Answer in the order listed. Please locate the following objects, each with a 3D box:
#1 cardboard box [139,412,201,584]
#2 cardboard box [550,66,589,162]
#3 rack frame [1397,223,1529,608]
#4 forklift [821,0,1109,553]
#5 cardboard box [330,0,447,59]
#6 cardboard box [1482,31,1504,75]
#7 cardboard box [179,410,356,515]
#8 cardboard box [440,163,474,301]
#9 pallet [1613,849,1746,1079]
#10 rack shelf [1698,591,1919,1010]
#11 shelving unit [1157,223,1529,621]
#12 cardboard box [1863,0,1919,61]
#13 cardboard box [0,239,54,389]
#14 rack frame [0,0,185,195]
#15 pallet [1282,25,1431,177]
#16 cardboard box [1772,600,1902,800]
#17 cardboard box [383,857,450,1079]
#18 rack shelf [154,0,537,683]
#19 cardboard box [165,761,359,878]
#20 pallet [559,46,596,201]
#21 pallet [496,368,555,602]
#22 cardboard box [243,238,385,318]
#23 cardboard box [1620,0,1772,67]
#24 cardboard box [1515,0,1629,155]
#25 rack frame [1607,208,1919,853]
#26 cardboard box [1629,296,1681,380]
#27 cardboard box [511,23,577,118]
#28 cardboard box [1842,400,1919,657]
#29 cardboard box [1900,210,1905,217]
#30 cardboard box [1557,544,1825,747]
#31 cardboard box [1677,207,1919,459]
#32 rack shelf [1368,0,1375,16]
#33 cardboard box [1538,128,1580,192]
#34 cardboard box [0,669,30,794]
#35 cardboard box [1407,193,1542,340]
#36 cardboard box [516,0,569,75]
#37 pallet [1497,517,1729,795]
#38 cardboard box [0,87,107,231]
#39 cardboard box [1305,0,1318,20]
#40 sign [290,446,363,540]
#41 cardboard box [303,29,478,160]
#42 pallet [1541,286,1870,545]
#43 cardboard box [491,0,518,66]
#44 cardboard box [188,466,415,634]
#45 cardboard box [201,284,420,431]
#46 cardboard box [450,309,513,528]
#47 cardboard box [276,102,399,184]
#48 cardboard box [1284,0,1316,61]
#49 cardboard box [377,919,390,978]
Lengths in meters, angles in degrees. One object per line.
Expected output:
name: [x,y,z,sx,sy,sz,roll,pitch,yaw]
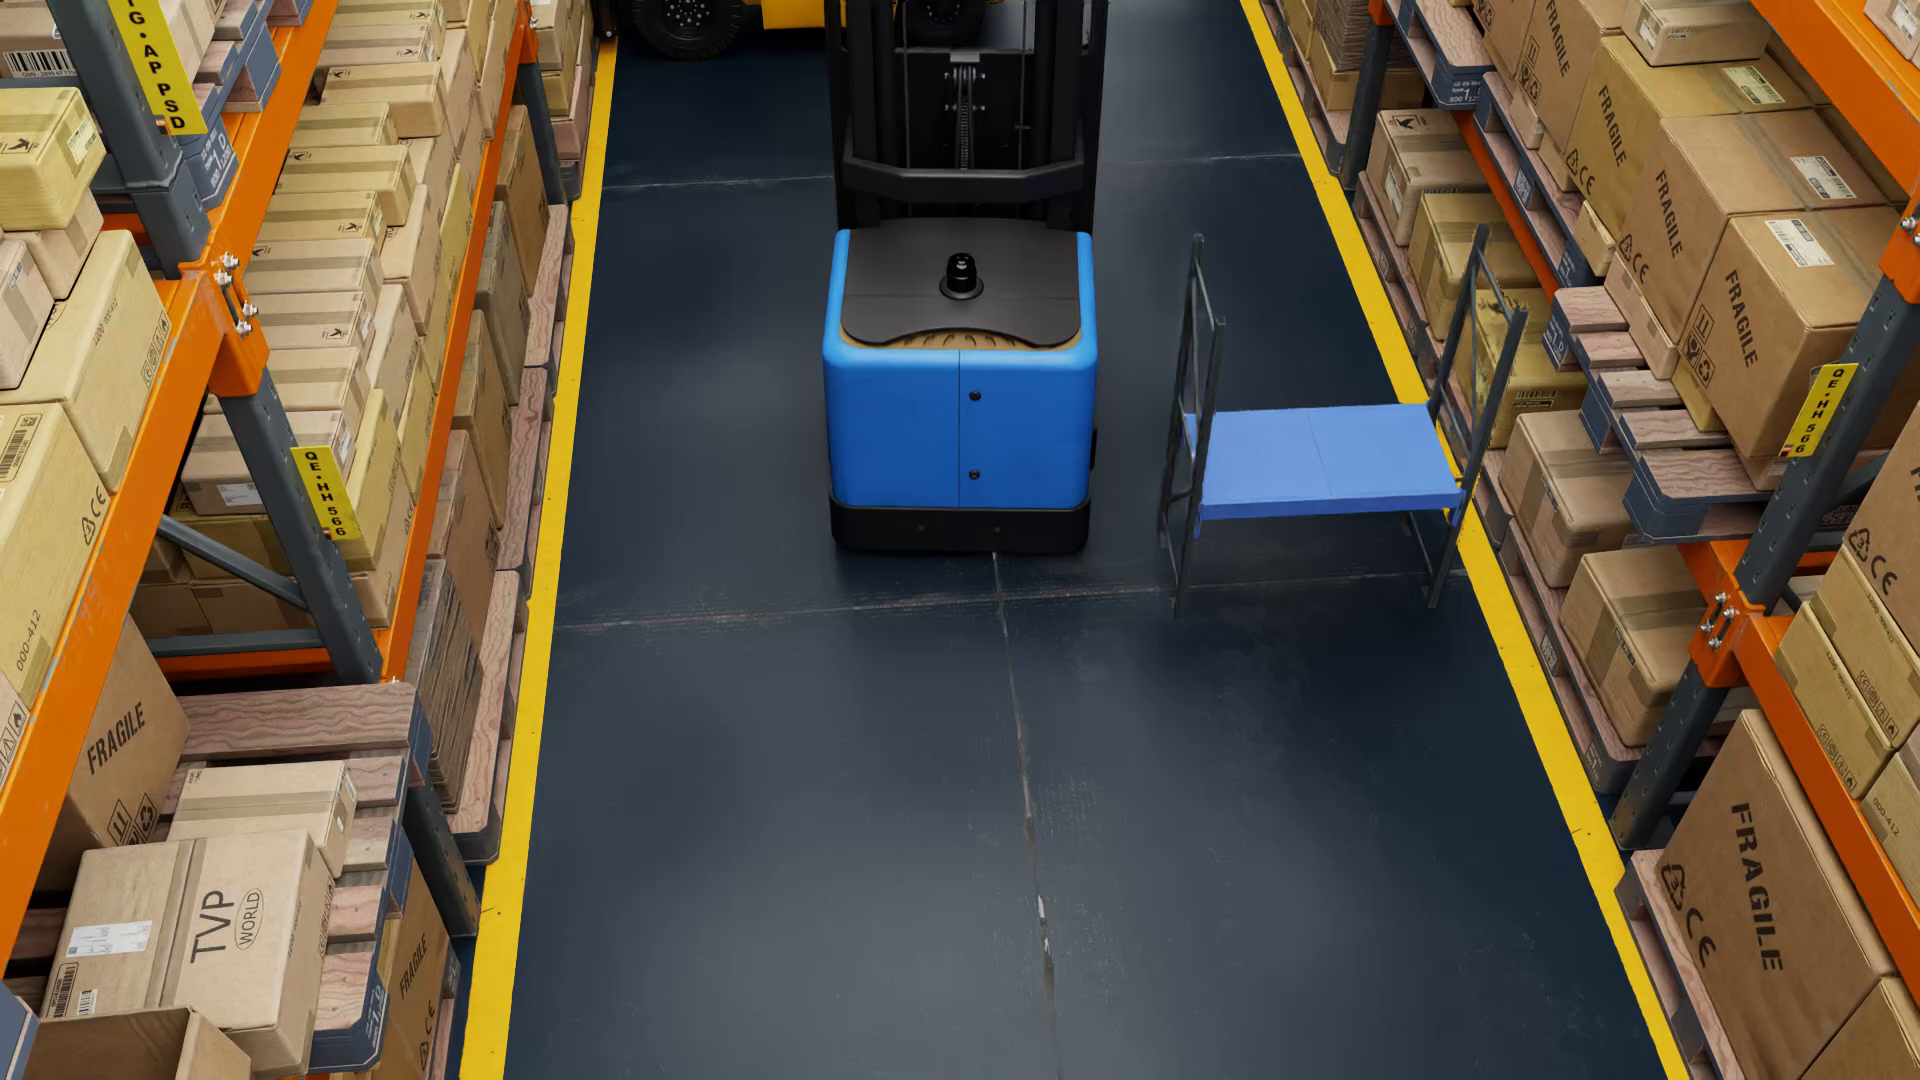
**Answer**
cardboard box: [-2.449,-0.132,4.705,0.500,0.250,0.500,-3,47,-2]
cardboard box: [-2.180,-2.167,8.478,0.500,0.250,0.500,-3,47,-3]
rack frame: [1.865,-0.426,6.257,0.032,1.500,0.500,-3,47,-3]
forklift: [0.028,-2.013,6.774,1.130,2.935,3.031,1,47,1]
cardboard box: [-2.098,-1.880,6.086,0.380,0.149,0.250,-4,47,-4]
cardboard box: [2.300,-1.971,6.571,0.380,0.149,0.250,-3,47,-3]
cardboard box: [-1.868,-0.210,4.504,0.380,0.149,0.250,-2,47,-2]
cardboard box: [-2.057,-1.100,5.966,0.500,0.250,0.500,-2,47,-2]
pallet: [2.802,1.525,5.297,1.003,0.211,1.213,-3,47,-3]
rack shelf: [2.979,1.686,3.719,1.077,0.370,4.000,-3,47,-3]
shelving unit: [1.358,-0.402,6.234,1.048,1.500,0.538,-3,47,-3]
cardboard box: [2.547,-1.348,4.204,0.380,0.149,0.250,-3,47,-3]
cardboard box: [-1.863,-0.391,2.953,0.380,0.149,0.250,-4,47,-4]
rack frame: [-2.134,-1.767,2.362,1.000,3.000,0.127,-3,47,-3]
pallet: [2.385,-2.427,9.040,1.003,0.211,1.213,-3,47,-3]
cardboard box: [2.602,0.412,4.533,0.500,0.250,0.500,-4,47,-4]
cardboard box: [-1.885,1.304,5.018,0.500,0.500,0.500,-2,47,-2]
rack shelf: [-2.302,-0.904,6.172,1.077,0.370,4.000,-3,47,-3]
cardboard box: [-1.697,0.690,4.051,0.380,0.149,0.250,-3,47,-3]
pallet: [-2.494,-2.217,8.841,1.003,0.211,1.213,-3,47,-3]
pallet: [-2.264,-0.224,6.953,1.003,0.211,1.213,-3,47,-3]
cardboard box: [-1.973,-0.776,5.040,0.380,0.149,0.250,-3,47,-3]
cardboard box: [2.393,-1.679,5.401,0.380,0.149,0.250,-6,47,-5]
cardboard box: [2.354,-1.735,5.901,0.500,0.500,0.500,-5,47,-5]
rack frame: [2.811,-0.009,4.829,1.000,3.000,0.127,-3,47,-3]
cardboard box: [2.389,-0.659,5.328,0.380,0.149,0.250,-4,47,-4]
cardboard box: [-2.202,-2.338,8.295,0.500,0.250,0.500,-4,47,-3]
cardboard box: [2.609,-0.015,4.077,0.500,0.500,0.500,-5,47,-5]
cardboard box: [3.004,-0.629,4.854,0.500,0.500,0.500,-5,47,-4]
cardboard box: [2.774,0.341,6.018,0.950,0.372,0.625,-6,47,-6]
cardboard box: [2.496,-0.602,4.827,0.500,0.500,0.500,-5,47,-4]
rack shelf: [2.309,-4.102,9.201,1.077,0.370,4.000,-3,47,-3]
cardboard box: [2.341,-1.406,6.036,0.380,0.149,0.250,-5,47,-5]
cardboard box: [-1.765,0.398,2.481,0.500,0.250,0.500,-3,47,-3]
cardboard box: [2.587,-1.244,7.519,0.950,0.372,0.625,-1,47,-1]
cardboard box: [-2.197,-2.510,8.114,0.500,0.250,0.500,-4,47,-4]
pallet: [2.748,0.385,6.377,1.003,0.211,1.213,-3,47,-3]
cardboard box: [-1.811,-0.693,3.034,0.380,0.149,0.250,-2,47,-2]
cardboard box: [2.115,-3.139,8.881,0.500,0.500,0.500,-3,47,-3]
sign: [-1.594,-0.115,4.186,0.100,0.325,0.005,-3,47,-3]
cardboard box: [-2.086,-1.637,6.130,0.500,0.250,0.500,-3,47,-3]
pallet: [2.646,-0.452,5.380,1.213,0.211,1.003,-3,47,-3]
cardboard box: [-2.166,-2.198,7.005,0.500,0.250,0.500,-3,47,-2]
cardboard box: [-1.928,0.012,4.913,0.500,0.250,0.500,-3,47,-3]
cardboard box: [-1.969,-0.523,5.075,0.500,0.250,0.500,-2,47,-2]
cardboard box: [-2.292,-0.443,6.587,0.875,0.625,0.625,-5,47,-5]
cardboard box: [-2.104,-1.326,5.560,0.380,0.149,0.250,-3,47,-3]
cardboard box: [2.105,-2.898,9.169,0.500,0.250,0.500,-5,47,-4]
cardboard box: [-1.841,1.130,4.736,0.380,0.149,0.250,-6,47,-5]
